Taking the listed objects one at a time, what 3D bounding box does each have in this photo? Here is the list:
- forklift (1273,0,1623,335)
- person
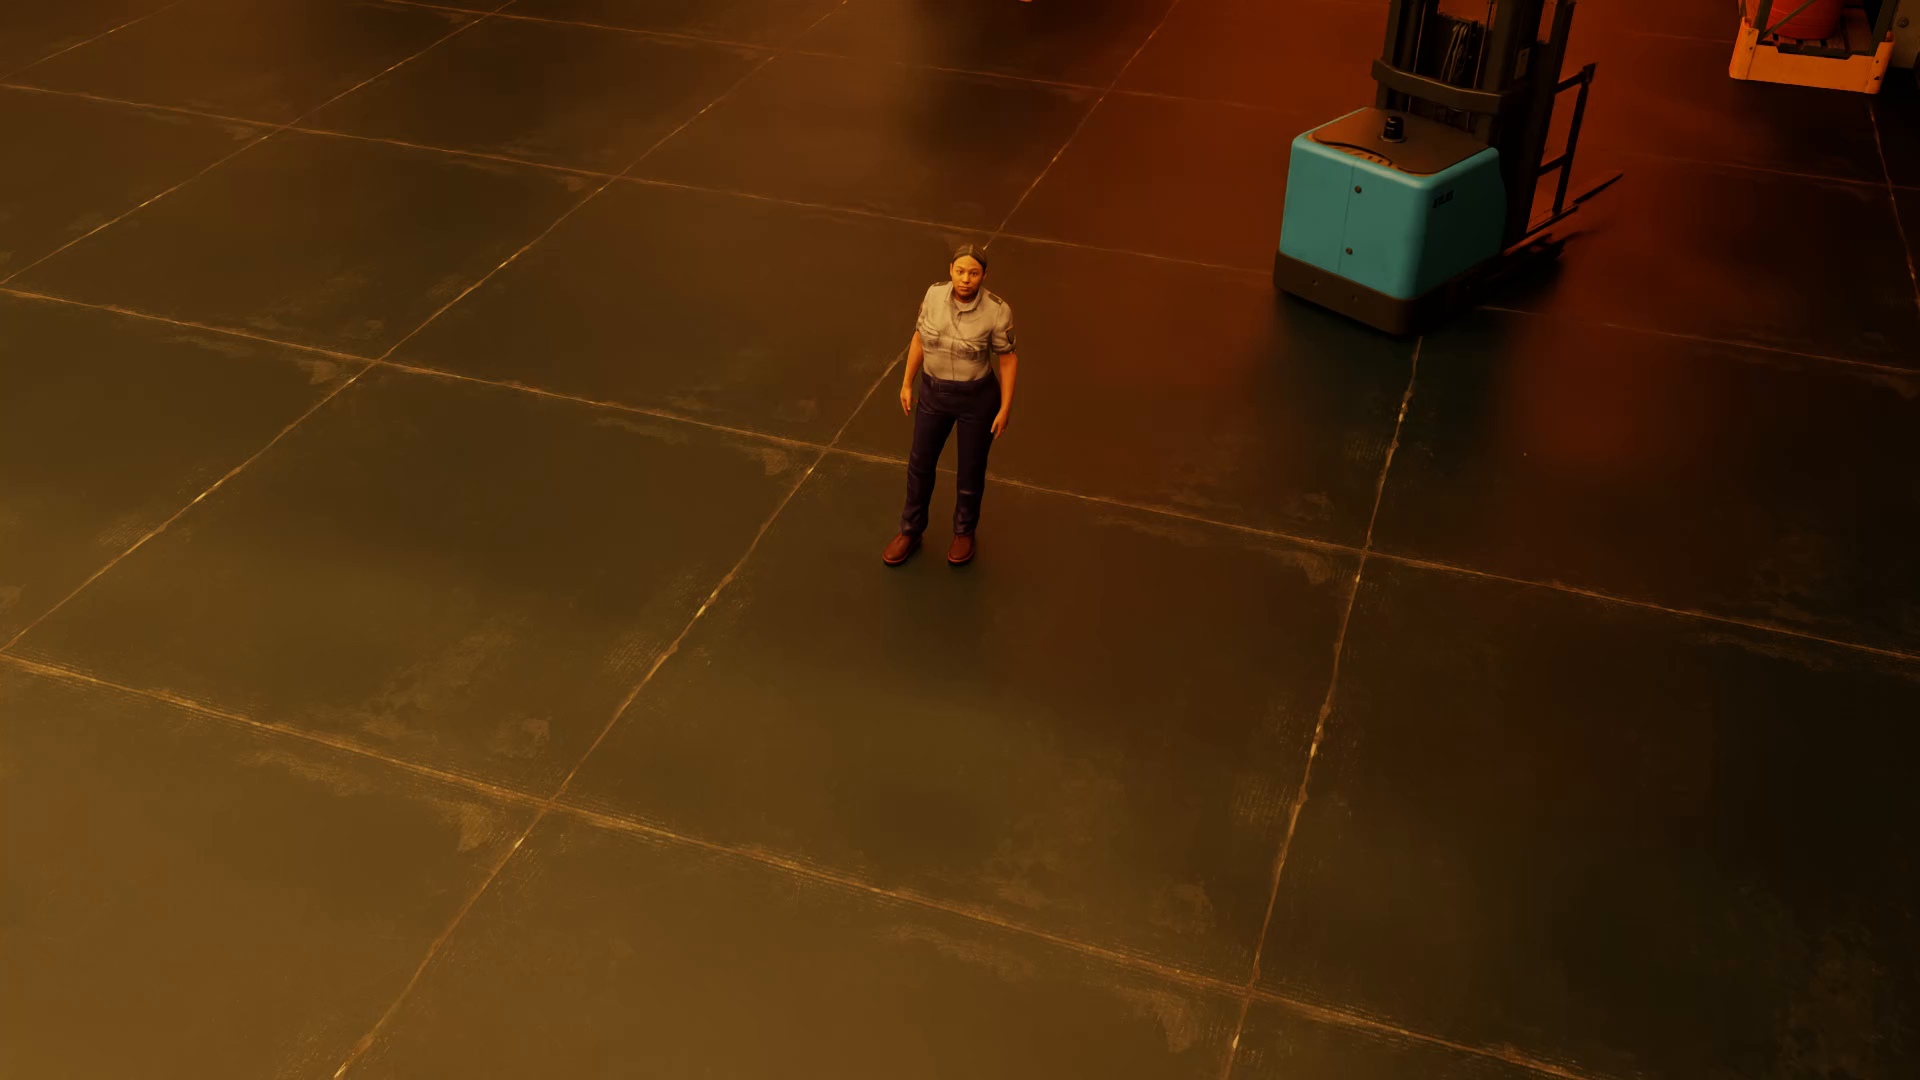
[{"bbox_3d":[3.463,-3.206,10.633,3.031,2.935,1.130,-29,44,-34],"label":"forklift"},{"bbox_3d":[-0.052,-0.630,8.104,0.598,1.643,0.502,12,37,16],"label":"person"}]
